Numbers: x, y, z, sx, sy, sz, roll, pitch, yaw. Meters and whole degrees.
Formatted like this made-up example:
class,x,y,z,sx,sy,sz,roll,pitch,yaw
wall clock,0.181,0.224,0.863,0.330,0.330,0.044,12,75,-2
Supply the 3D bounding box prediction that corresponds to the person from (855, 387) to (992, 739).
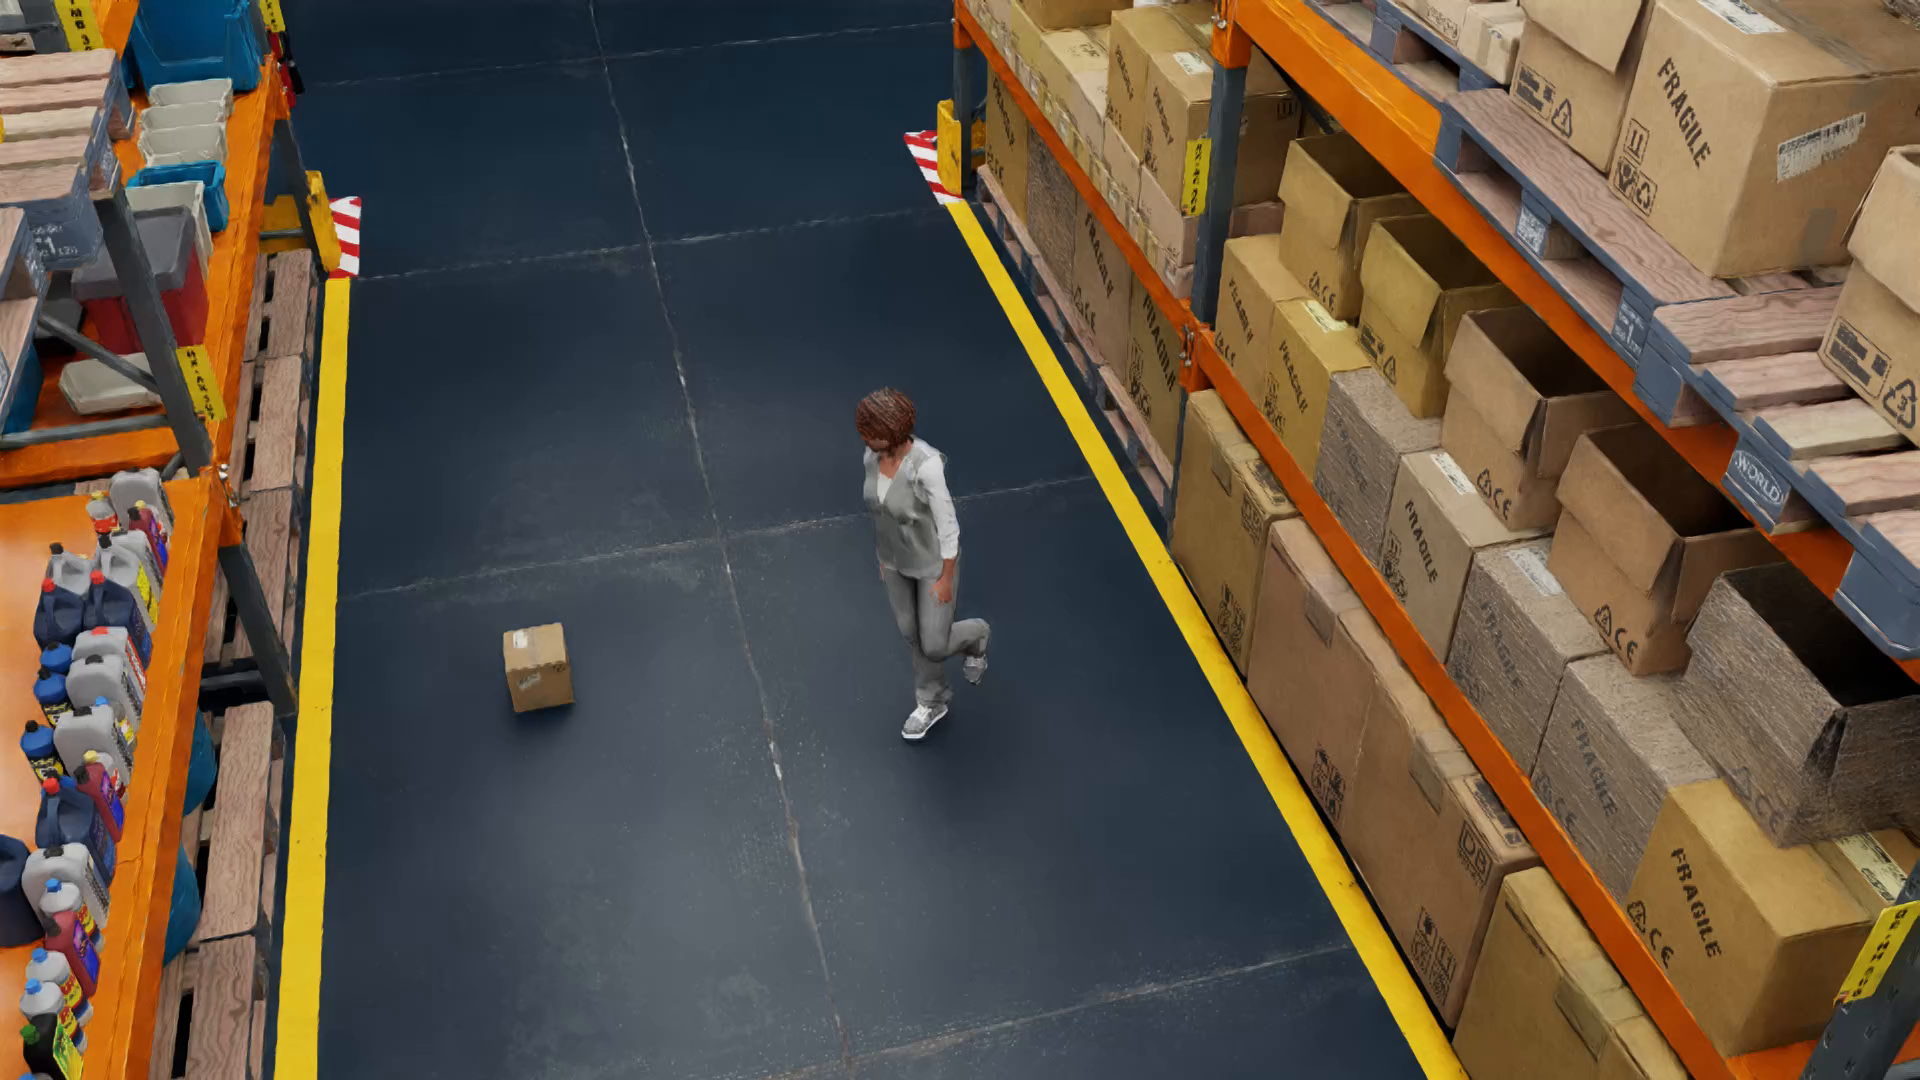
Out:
class,x,y,z,sx,sy,sz,roll,pitch,yaw
person,-0.138,0.062,6.652,0.463,1.571,0.537,26,45,29
